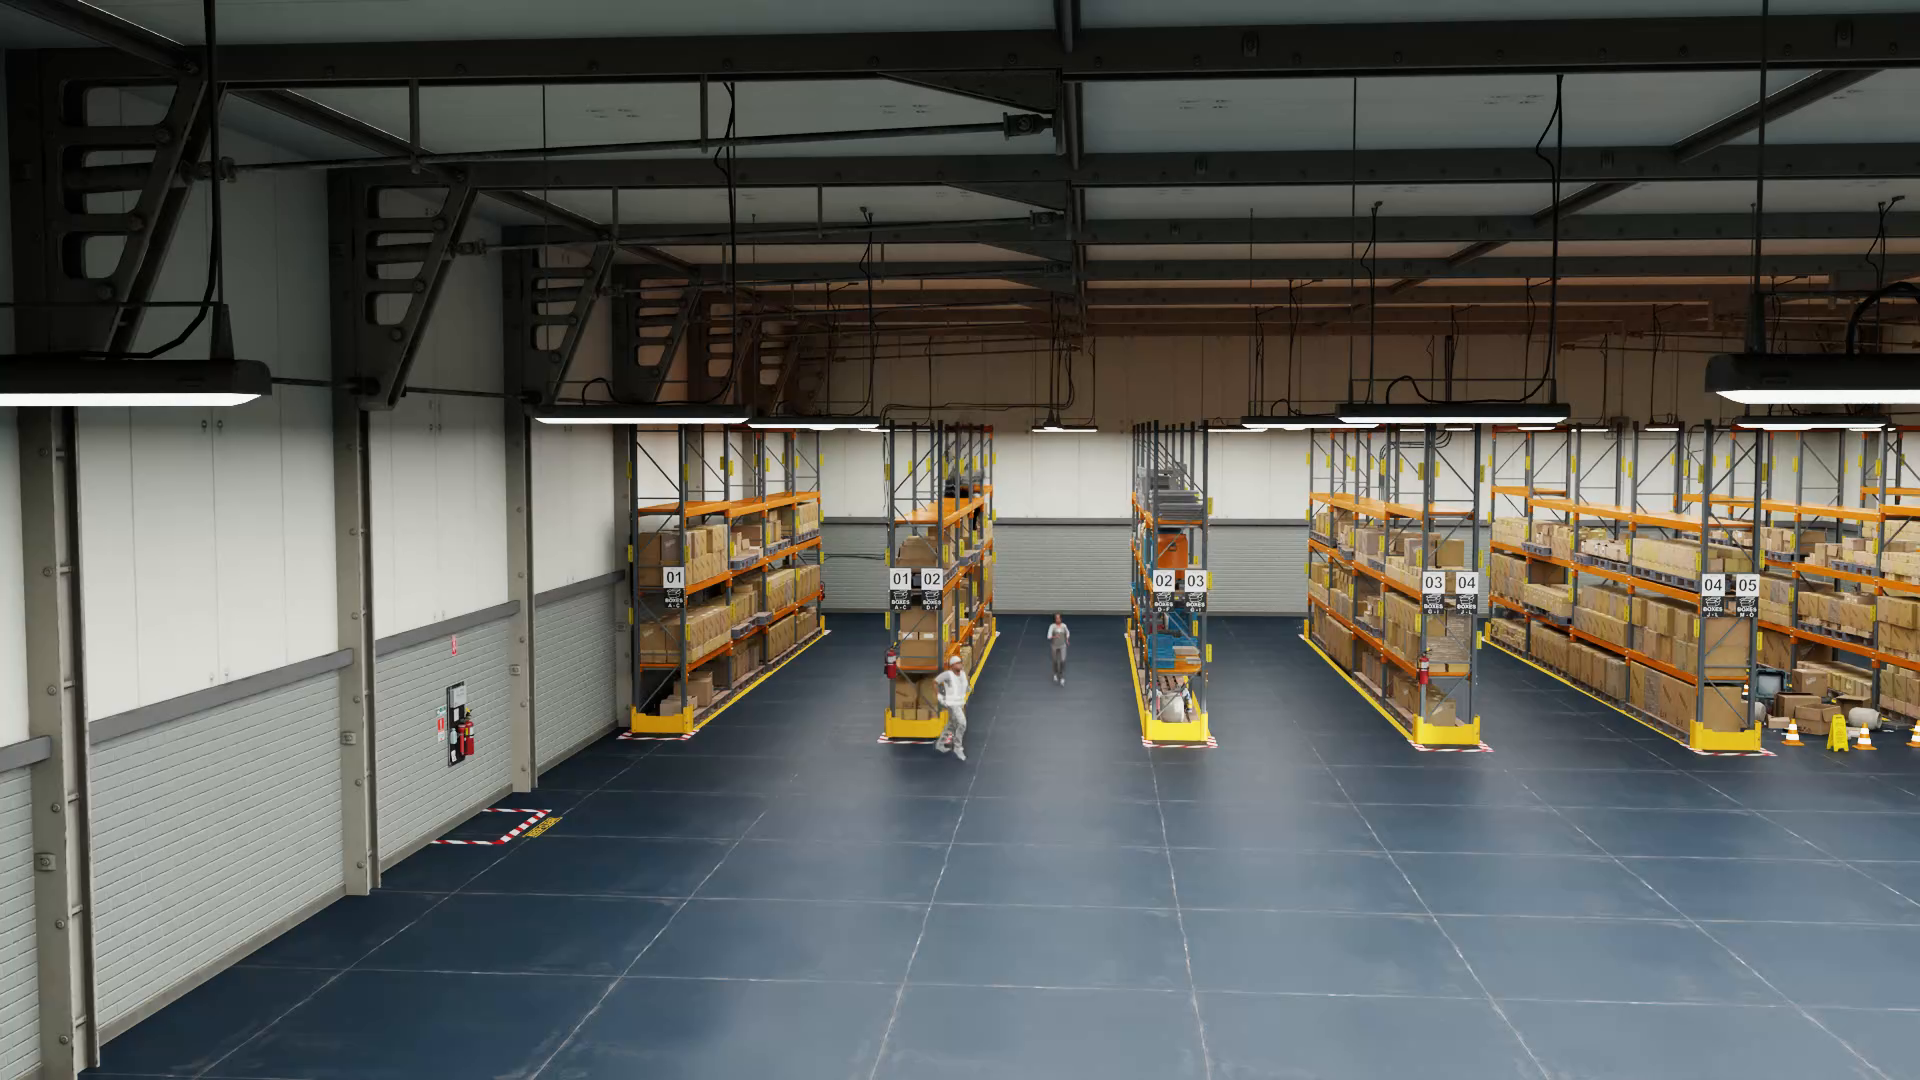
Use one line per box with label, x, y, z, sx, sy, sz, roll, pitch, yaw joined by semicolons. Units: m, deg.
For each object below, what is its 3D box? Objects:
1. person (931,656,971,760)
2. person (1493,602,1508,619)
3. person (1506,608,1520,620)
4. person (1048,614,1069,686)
person;-0.119;2.958;29.578;0.734;1.815;0.658;2;4;32
person;15.460;1.881;47.520;0.540;1.665;0.750;3;5;40
person;15.877;1.891;47.423;0.785;1.727;0.673;0;4;0
person;2.263;2.506;38.148;0.510;1.646;0.720;0;4;0
